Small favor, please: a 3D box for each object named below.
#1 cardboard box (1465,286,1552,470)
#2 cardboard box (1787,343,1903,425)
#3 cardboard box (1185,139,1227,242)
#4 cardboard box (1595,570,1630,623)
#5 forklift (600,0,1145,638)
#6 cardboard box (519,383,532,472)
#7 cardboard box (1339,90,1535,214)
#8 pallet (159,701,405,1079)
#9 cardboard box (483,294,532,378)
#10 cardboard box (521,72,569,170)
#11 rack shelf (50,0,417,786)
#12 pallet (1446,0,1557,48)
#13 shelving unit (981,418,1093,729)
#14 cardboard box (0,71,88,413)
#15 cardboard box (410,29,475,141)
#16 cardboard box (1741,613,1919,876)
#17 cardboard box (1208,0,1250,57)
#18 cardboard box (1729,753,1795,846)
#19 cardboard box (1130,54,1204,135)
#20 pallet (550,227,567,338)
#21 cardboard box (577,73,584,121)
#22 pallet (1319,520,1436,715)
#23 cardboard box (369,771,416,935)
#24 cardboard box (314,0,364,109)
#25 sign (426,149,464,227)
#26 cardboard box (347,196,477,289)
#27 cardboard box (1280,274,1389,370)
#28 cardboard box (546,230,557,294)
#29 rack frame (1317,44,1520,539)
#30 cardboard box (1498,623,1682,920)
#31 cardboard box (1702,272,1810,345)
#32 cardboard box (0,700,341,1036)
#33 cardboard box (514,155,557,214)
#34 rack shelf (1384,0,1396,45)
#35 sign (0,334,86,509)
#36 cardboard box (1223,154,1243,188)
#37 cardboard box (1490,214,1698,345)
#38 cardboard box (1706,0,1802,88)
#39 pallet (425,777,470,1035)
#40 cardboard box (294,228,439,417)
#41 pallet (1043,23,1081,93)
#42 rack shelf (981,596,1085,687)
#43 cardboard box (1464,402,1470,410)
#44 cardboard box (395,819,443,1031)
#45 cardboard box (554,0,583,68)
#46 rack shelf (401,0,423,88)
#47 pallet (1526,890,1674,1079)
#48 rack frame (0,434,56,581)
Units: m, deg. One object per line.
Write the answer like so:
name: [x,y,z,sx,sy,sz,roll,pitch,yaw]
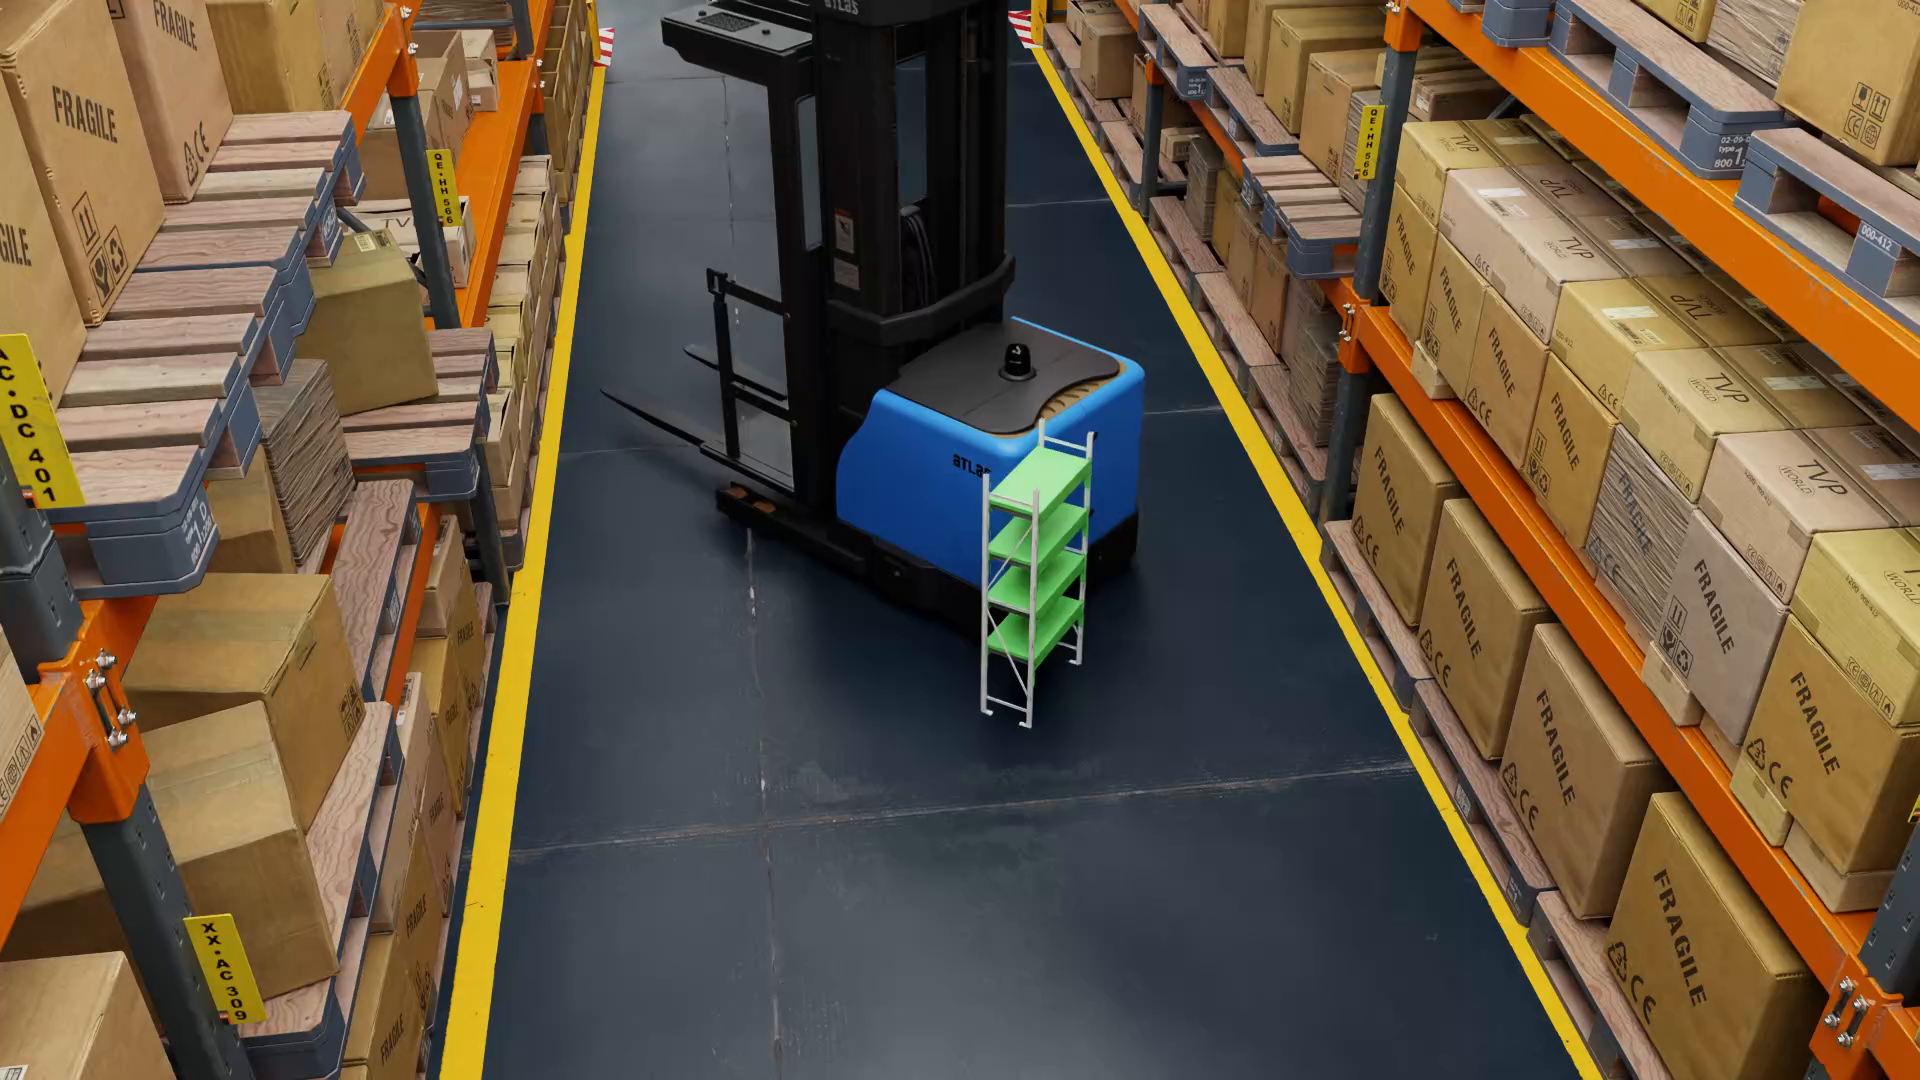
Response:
cardboard box: [2.230,-0.614,6.116,0.500,0.500,0.500,-5,35,-7]
cardboard box: [2.876,-0.399,5.136,0.500,0.250,0.500,-5,35,-8]
cardboard box: [1.869,-2.273,10.751,0.700,0.500,0.500,-3,34,-5]
cardboard box: [2.376,0.147,5.577,0.380,0.149,0.250,-5,35,-8]
forklift: [-0.598,-1.446,7.770,3.031,2.935,1.130,25,42,32]
cardboard box: [-2.465,-0.557,8.472,0.500,0.250,0.500,-5,35,-8]
cardboard box: [2.218,-1.786,7.728,0.700,0.500,0.500,-8,35,-12]
pallet: [-2.078,0.933,4.388,1.003,0.211,1.213,-4,35,-6]
cardboard box: [-2.542,-1.085,8.750,0.500,0.311,0.500,-5,35,-8]
cardboard box: [-2.907,-2.786,11.078,0.500,0.500,0.500,-4,35,-6]
rack shelf: [-2.348,-0.751,4.663,1.077,0.370,4.000,-4,35,-6]
pallet: [2.431,-2.108,6.184,1.213,0.211,1.003,-3,34,-4]
shelving unit: [0.317,0.150,6.964,0.258,1.200,0.503,17,38,24]
cardboard box: [-2.074,-0.475,3.069,0.600,0.600,0.600,-8,35,-11]
cardboard box: [-2.997,-2.474,9.128,0.500,0.500,0.500,-2,34,-3]
cardboard box: [2.517,0.519,4.453,0.500,0.500,0.500,-5,35,-7]
cardboard box: [1.856,-3.158,9.741,0.700,0.500,0.500,-1,34,-1]
cardboard box: [2.446,0.720,4.736,0.380,0.149,0.250,-4,34,-5]
cardboard box: [1.574,-3.259,12.197,0.500,0.500,0.500,-7,35,-10]
pallet: [-3.017,-1.596,10.405,1.003,0.211,1.213,-4,35,-6]
cardboard box: [-3.114,-3.313,12.516,0.500,0.250,0.500,-4,35,-6]
pallet: [2.323,0.296,7.628,1.003,0.211,1.213,-4,35,-6]
cardboard box: [-2.037,1.003,5.278,0.500,0.250,0.500,-4,35,-6]
cardboard box: [-2.456,-1.680,5.299,0.910,0.500,0.500,-4,35,-6]
sign: [-2.080,-1.417,6.707,0.100,0.325,0.005,-4,35,-6]
cardboard box: [-2.545,-1.401,7.722,0.500,0.311,0.500,-5,35,-7]
cardboard box: [2.189,-1.145,9.095,0.700,0.500,0.500,-4,35,-6]
cardboard box: [-2.745,-1.702,10.153,0.500,0.250,0.500,-5,35,-7]
rack frame: [2.291,-1.302,7.496,1.000,3.000,0.127,-4,35,-6]
cardboard box: [2.491,0.797,5.953,0.750,0.750,0.750,-3,34,-5]
cardboard box: [2.810,-0.691,5.563,0.500,0.250,0.500,-5,35,-7]
cardboard box: [-1.921,0.812,3.934,0.700,0.500,0.500,-16,37,-22]
cardboard box: [-2.816,-2.221,10.417,0.500,0.311,0.500,-4,35,-6]
rack shelf: [2.022,-3.360,8.492,1.077,0.370,4.000,-4,35,-6]
sign: [-1.542,-0.191,2.744,0.100,0.325,0.005,-4,35,-6]
cardboard box: [1.932,-2.338,10.180,0.500,0.250,0.500,-5,35,-7]
cardboard box: [2.241,-0.933,5.918,0.500,0.250,0.500,-4,34,-6]
cardboard box: [2.677,-1.622,4.823,0.700,0.500,0.500,-4,35,-6]
pallet: [-2.393,1.327,6.116,1.003,0.211,1.213,-4,35,-6]
cardboard box: [-2.420,-0.796,6.293,0.700,0.500,0.500,-16,37,-22]
pallet: [1.300,-4.115,14.101,1.003,0.211,1.213,-4,35,-6]
rack shelf: [0.317,0.401,7.135,0.258,0.148,0.480,17,38,24]
cardboard box: [2.239,-0.578,6.640,0.380,0.149,0.250,-5,35,-7]
cardboard box: [-2.045,1.294,5.516,0.500,0.500,0.500,-4,34,-6]
cardboard box: [-3.177,-3.902,12.715,0.500,0.500,0.500,-4,35,-6]
rack shelf: [-2.886,-2.983,7.938,1.077,0.370,4.000,-4,35,-6]
pallet: [2.651,1.658,5.630,1.003,0.211,1.213,-4,35,-6]
rack frame: [-2.079,-1.171,1.978,1.000,3.000,0.127,-4,35,-6]
